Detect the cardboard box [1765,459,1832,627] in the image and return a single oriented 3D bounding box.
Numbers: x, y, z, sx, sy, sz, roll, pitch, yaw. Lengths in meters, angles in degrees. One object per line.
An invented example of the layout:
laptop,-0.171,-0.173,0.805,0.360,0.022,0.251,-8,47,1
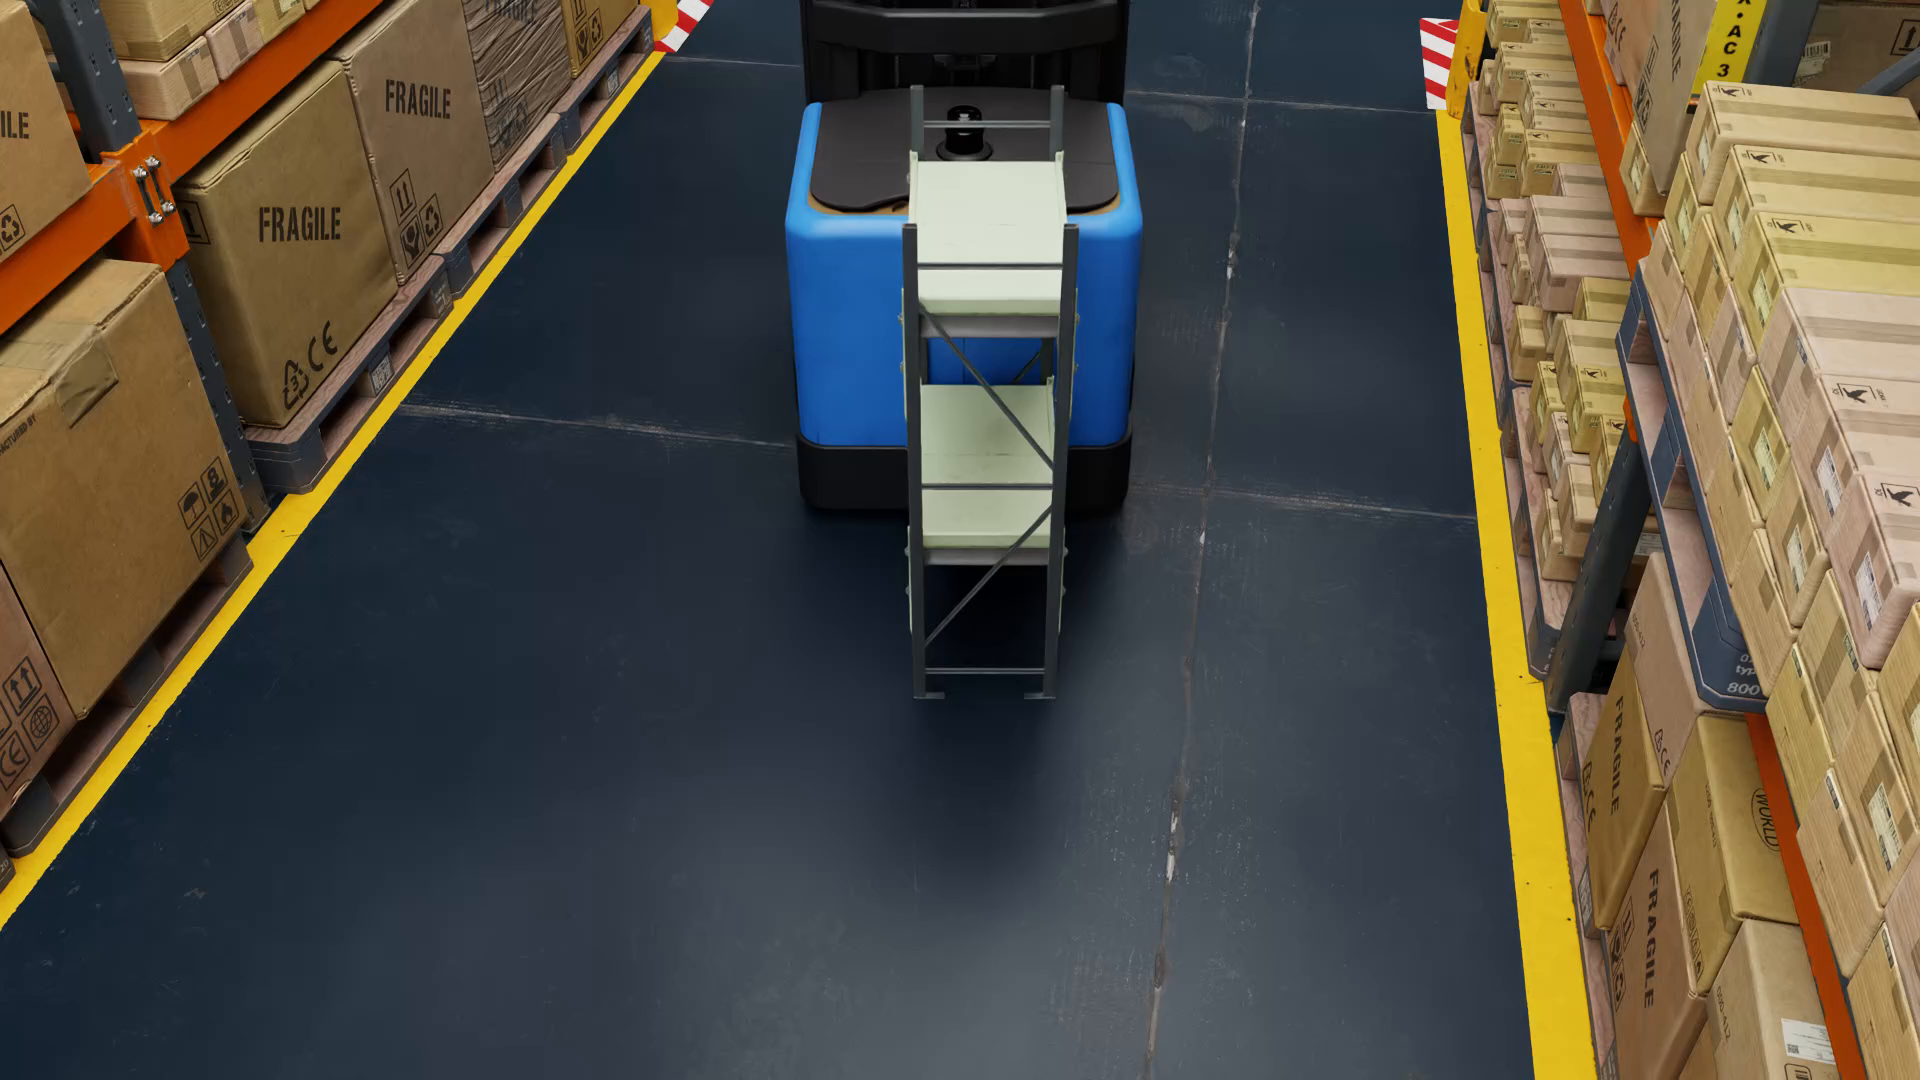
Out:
cardboard box,1.451,0.023,2.502,0.380,0.149,0.250,8,40,9

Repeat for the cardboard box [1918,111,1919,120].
cardboard box,2.482,-1.087,3.899,0.500,0.500,0.500,6,40,7

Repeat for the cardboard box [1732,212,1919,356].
cardboard box,1.538,-0.413,2.796,0.380,0.149,0.250,7,40,8

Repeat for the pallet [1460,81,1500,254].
pallet,2.652,-1.533,6.939,1.003,0.211,1.213,6,40,8

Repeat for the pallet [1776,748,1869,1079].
pallet,1.758,0.686,2.217,1.003,0.211,1.213,6,40,8

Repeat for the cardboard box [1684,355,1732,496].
cardboard box,1.538,-0.189,2.992,0.380,0.149,0.250,7,40,8

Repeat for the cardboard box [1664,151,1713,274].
cardboard box,1.627,-0.634,3.297,0.380,0.149,0.250,7,40,8

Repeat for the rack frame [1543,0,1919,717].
rack frame,2.148,-0.651,3.684,1.000,3.000,0.127,6,40,8

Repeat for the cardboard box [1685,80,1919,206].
cardboard box,1.627,-0.749,3.203,0.380,0.149,0.250,8,40,10

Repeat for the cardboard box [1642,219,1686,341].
cardboard box,1.627,-0.520,3.392,0.380,0.149,0.250,5,40,6

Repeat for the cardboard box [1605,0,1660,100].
cardboard box,2.045,-1.465,4.356,0.500,0.500,0.500,5,40,6

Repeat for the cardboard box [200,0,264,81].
cardboard box,-2.295,-1.479,4.881,0.380,0.149,0.250,5,40,6

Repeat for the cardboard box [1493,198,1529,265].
cardboard box,2.202,-1.136,6.177,0.380,0.149,0.250,5,40,6

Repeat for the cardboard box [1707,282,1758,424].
cardboard box,1.540,-0.310,2.904,0.380,0.149,0.250,7,40,9

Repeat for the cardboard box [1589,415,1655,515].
cardboard box,1.953,-0.196,4.573,0.380,0.149,0.250,7,40,9

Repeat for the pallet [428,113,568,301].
pallet,-2.302,-1.423,6.806,1.003,0.211,1.213,6,40,8

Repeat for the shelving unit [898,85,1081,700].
shelving unit,0.070,-0.365,4.515,0.431,1.500,0.755,0,40,0

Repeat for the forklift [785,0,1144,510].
forklift,0.016,-2.136,5.533,1.130,2.935,3.031,0,40,0

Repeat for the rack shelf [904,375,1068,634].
rack shelf,0.070,-0.114,4.723,0.431,0.370,0.720,0,40,0

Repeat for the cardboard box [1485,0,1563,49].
cardboard box,2.415,-2.163,6.953,0.380,0.149,0.250,5,40,6

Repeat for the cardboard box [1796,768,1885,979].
cardboard box,1.360,0.458,2.209,0.380,0.149,0.250,5,40,6

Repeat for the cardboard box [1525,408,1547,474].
cardboard box,1.990,-0.325,5.197,0.380,0.149,0.250,5,40,6

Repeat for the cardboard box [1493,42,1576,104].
cardboard box,2.316,-1.832,6.553,0.380,0.149,0.250,6,40,8

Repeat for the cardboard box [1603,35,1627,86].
cardboard box,2.096,-1.427,4.819,0.380,0.149,0.250,5,40,6

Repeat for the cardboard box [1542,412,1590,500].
cardboard box,1.924,-0.233,4.852,0.380,0.149,0.250,5,40,6

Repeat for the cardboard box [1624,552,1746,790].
cardboard box,1.760,0.296,3.582,0.500,0.250,0.500,5,40,6

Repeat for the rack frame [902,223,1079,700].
rack frame,0.069,-0.132,4.233,0.400,1.500,0.023,0,40,0

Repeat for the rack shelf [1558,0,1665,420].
rack shelf,2.494,-1.629,5.431,1.077,0.370,4.000,6,40,8

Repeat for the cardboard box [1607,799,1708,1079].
cardboard box,1.669,0.917,3.419,0.500,0.500,0.500,8,40,10

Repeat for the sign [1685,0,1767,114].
sign,1.613,-1.040,3.474,0.100,0.325,0.005,6,40,8

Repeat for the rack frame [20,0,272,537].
rack frame,-2.719,-1.262,4.422,1.000,3.000,0.127,6,40,8

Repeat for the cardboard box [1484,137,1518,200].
cardboard box,2.281,-1.453,6.561,0.380,0.149,0.250,7,40,8

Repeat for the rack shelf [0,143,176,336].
rack shelf,-3.065,0.271,3.133,1.077,0.370,4.000,6,40,8

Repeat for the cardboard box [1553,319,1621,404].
cardboard box,1.995,-0.517,4.963,0.380,0.149,0.250,6,40,7

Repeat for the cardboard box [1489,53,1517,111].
cardboard box,2.394,-1.873,6.836,0.380,0.149,0.250,6,40,7

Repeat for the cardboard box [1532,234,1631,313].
cardboard box,2.072,-0.852,5.367,0.380,0.149,0.250,5,40,6

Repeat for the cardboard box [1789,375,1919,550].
cardboard box,1.449,-0.096,2.412,0.380,0.149,0.250,6,40,7

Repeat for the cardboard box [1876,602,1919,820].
cardboard box,1.361,0.232,2.016,0.380,0.149,0.250,8,40,9

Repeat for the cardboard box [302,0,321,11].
cardboard box,-2.206,-1.809,5.281,0.380,0.149,0.250,5,40,6

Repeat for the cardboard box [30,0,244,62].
cardboard box,-2.380,-1.584,4.697,0.500,0.250,0.500,6,40,7

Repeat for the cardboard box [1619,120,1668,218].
cardboard box,1.904,-0.933,4.222,0.380,0.149,0.250,5,40,6

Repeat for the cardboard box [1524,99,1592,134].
cardboard box,2.298,-1.495,6.145,0.380,0.149,0.250,8,40,9

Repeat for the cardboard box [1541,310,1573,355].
cardboard box,2.118,-0.712,5.431,0.380,0.149,0.250,7,40,9

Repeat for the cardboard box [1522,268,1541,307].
cardboard box,2.171,-0.804,5.776,0.380,0.149,0.250,7,40,9

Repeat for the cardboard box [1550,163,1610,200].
cardboard box,2.258,-1.166,5.747,0.380,0.149,0.250,6,40,8

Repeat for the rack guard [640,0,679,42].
rack guard,-2.023,-2.824,8.273,1.175,0.500,0.348,6,40,8

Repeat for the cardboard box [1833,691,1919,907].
cardboard box,1.359,0.347,2.110,0.380,0.149,0.250,6,40,7

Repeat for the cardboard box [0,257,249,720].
cardboard box,-2.810,-0.201,4.477,1.225,0.875,0.875,7,40,8

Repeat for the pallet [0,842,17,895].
pallet,-2.987,1.074,3.786,1.003,0.211,1.213,6,40,8

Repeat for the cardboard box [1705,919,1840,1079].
cardboard box,1.578,0.950,2.791,0.500,0.250,0.500,8,40,9

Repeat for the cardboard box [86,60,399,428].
cardboard box,-2.526,-1.010,5.455,0.875,0.875,0.875,6,40,8

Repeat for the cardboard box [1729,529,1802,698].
cardboard box,1.450,0.129,2.608,0.380,0.149,0.250,5,40,6

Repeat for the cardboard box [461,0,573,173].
cardboard box,-2.217,-2.133,6.814,0.875,0.875,0.875,6,40,8

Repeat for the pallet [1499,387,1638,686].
pallet,2.230,-0.002,5.087,1.003,0.211,1.213,6,40,8
